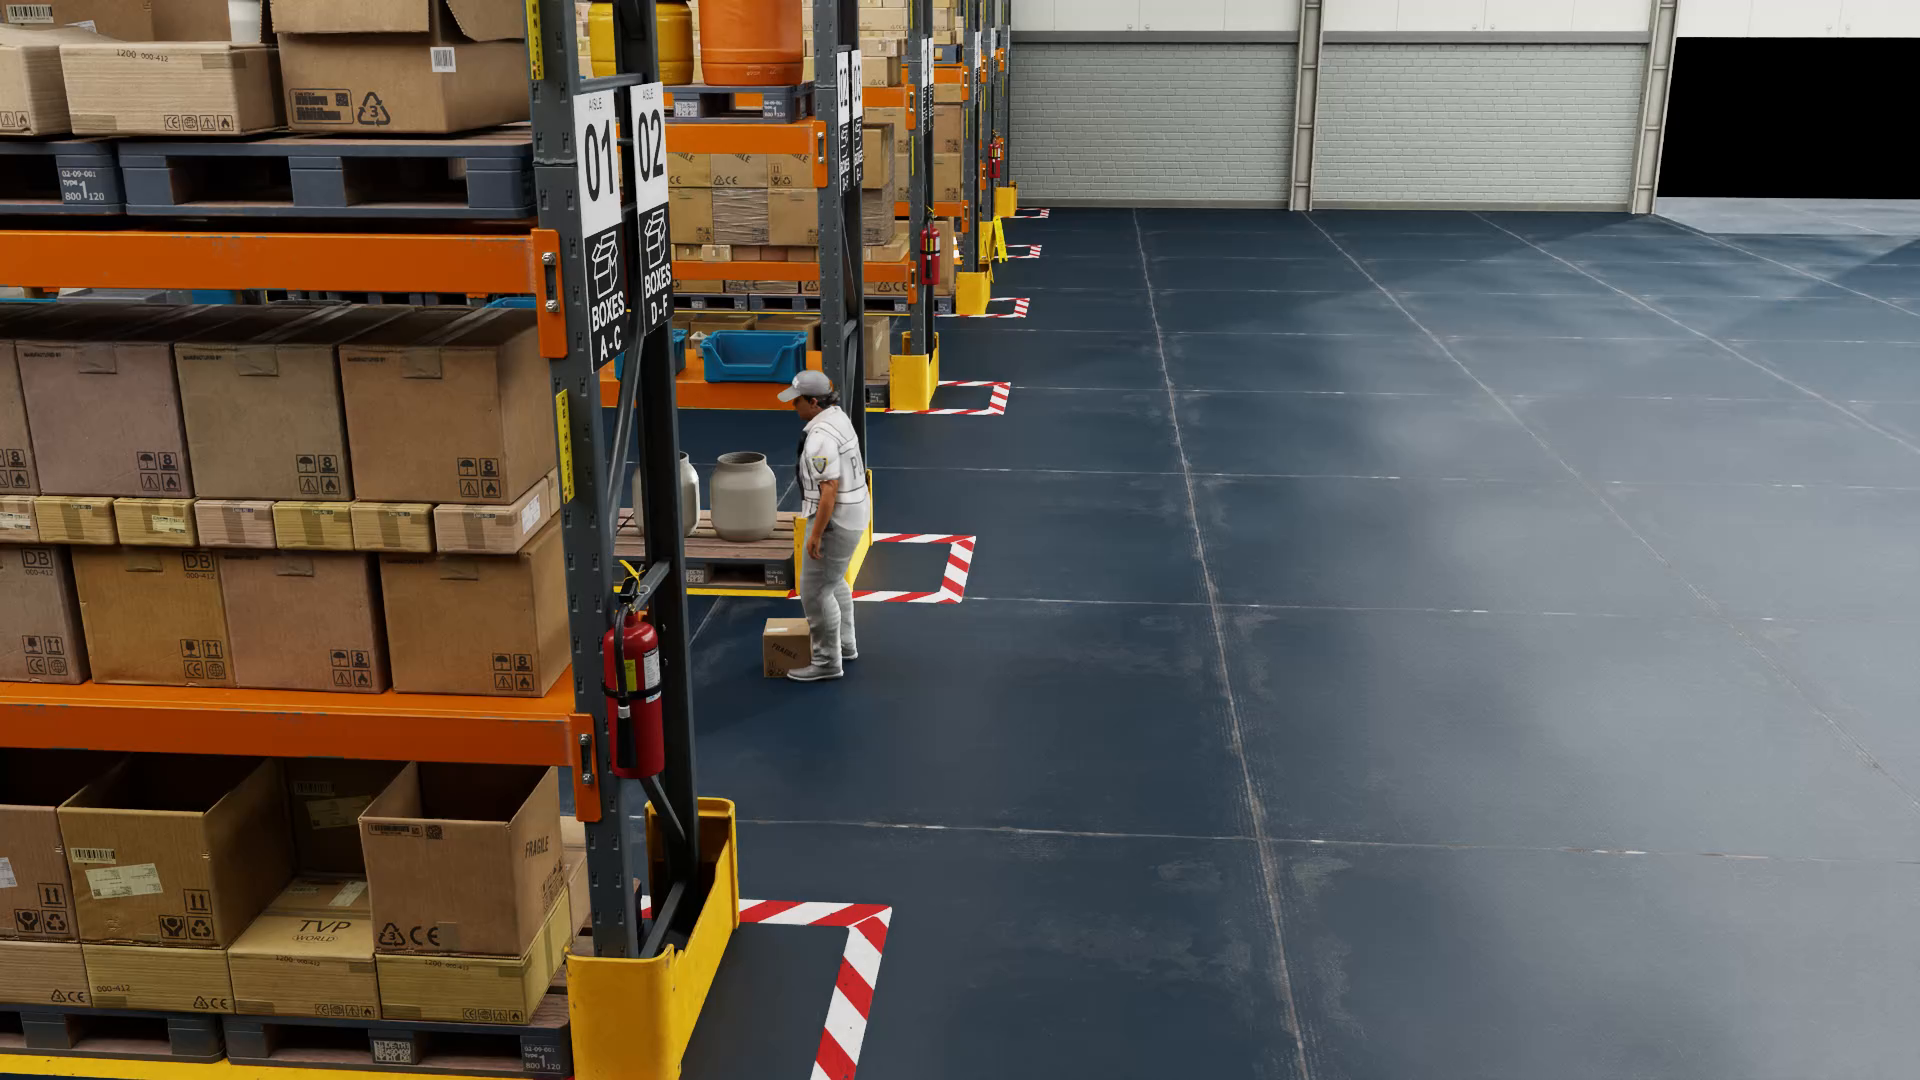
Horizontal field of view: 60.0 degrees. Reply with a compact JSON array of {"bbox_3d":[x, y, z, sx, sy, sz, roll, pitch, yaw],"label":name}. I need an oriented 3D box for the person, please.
[{"bbox_3d":[-0.709,-0.086,8.811,0.465,1.666,0.538,1,18,4],"label":"person"}]
